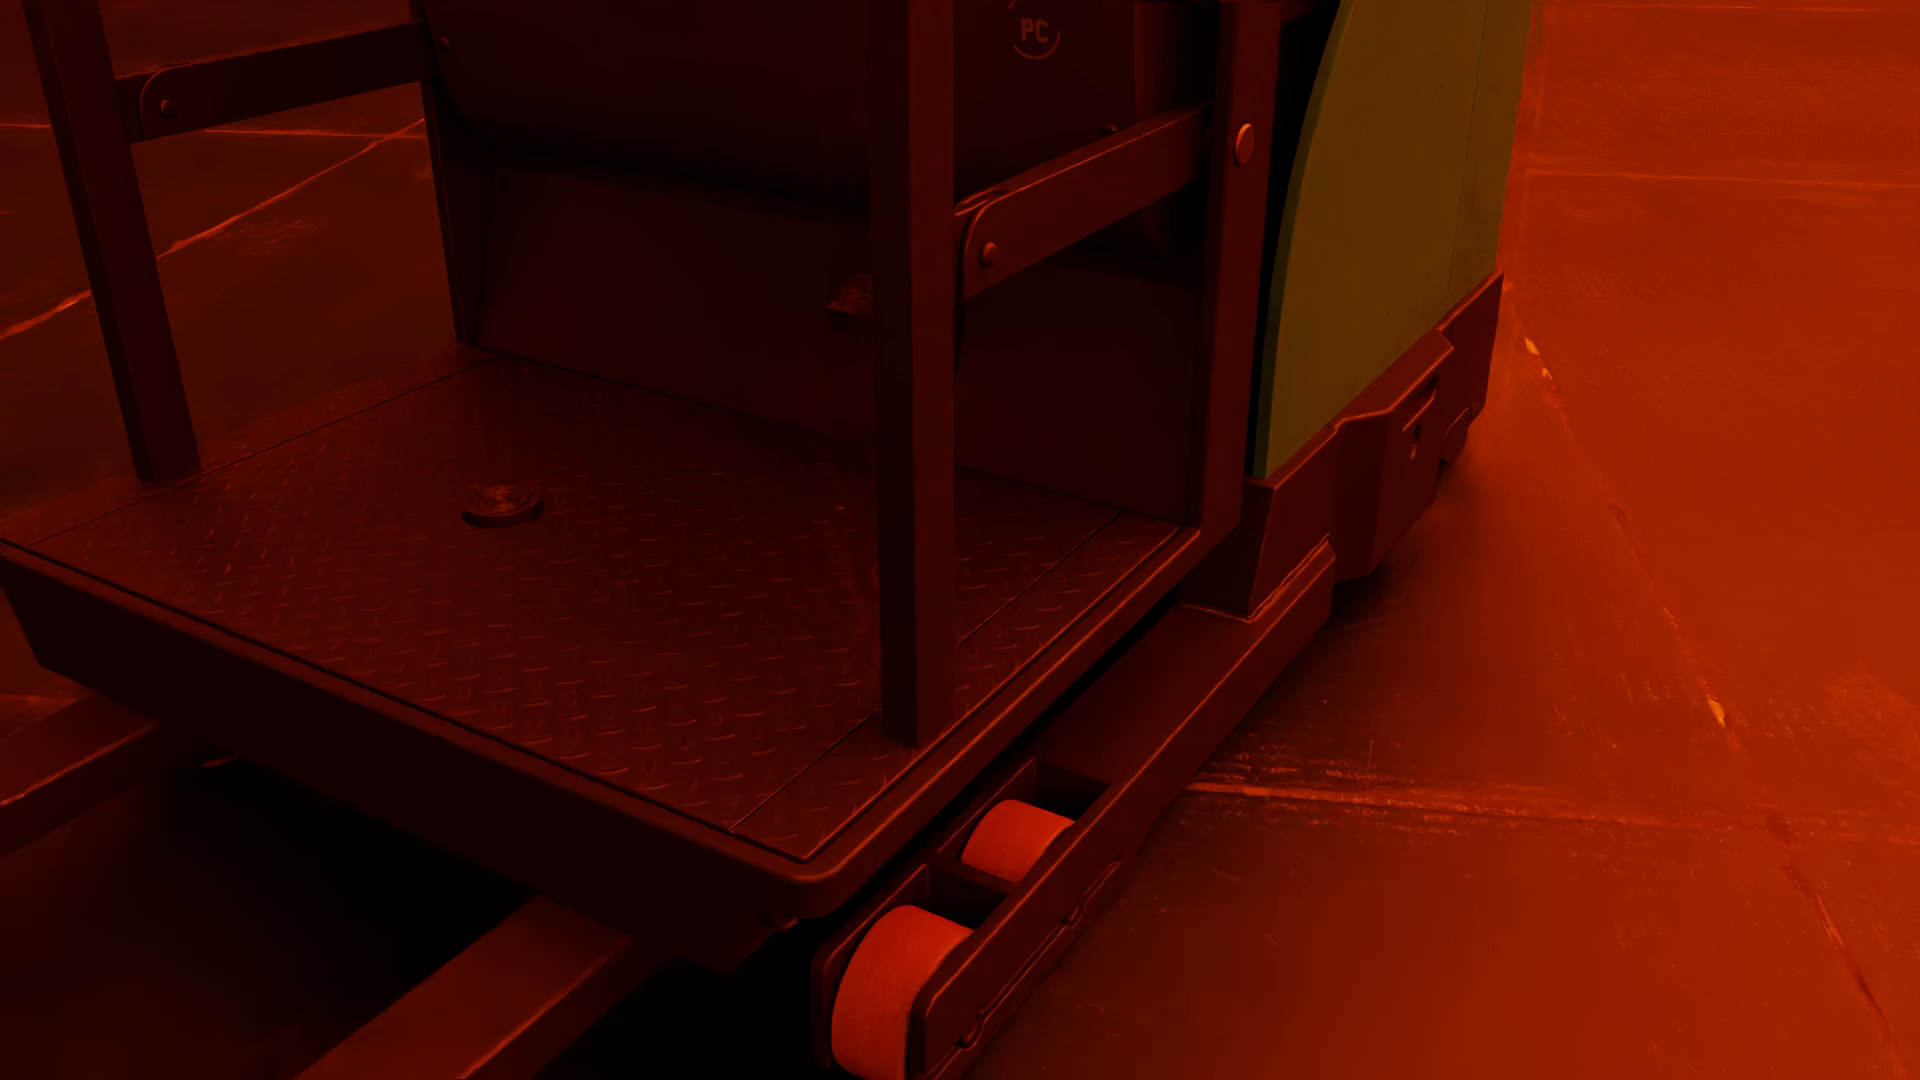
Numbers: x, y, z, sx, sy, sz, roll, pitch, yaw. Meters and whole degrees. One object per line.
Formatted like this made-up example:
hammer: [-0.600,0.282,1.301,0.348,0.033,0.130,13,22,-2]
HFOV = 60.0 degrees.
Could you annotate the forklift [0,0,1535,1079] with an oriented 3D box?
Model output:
forklift: [-0.317,-1.049,1.319,1.130,2.935,3.031,15,30,28]
